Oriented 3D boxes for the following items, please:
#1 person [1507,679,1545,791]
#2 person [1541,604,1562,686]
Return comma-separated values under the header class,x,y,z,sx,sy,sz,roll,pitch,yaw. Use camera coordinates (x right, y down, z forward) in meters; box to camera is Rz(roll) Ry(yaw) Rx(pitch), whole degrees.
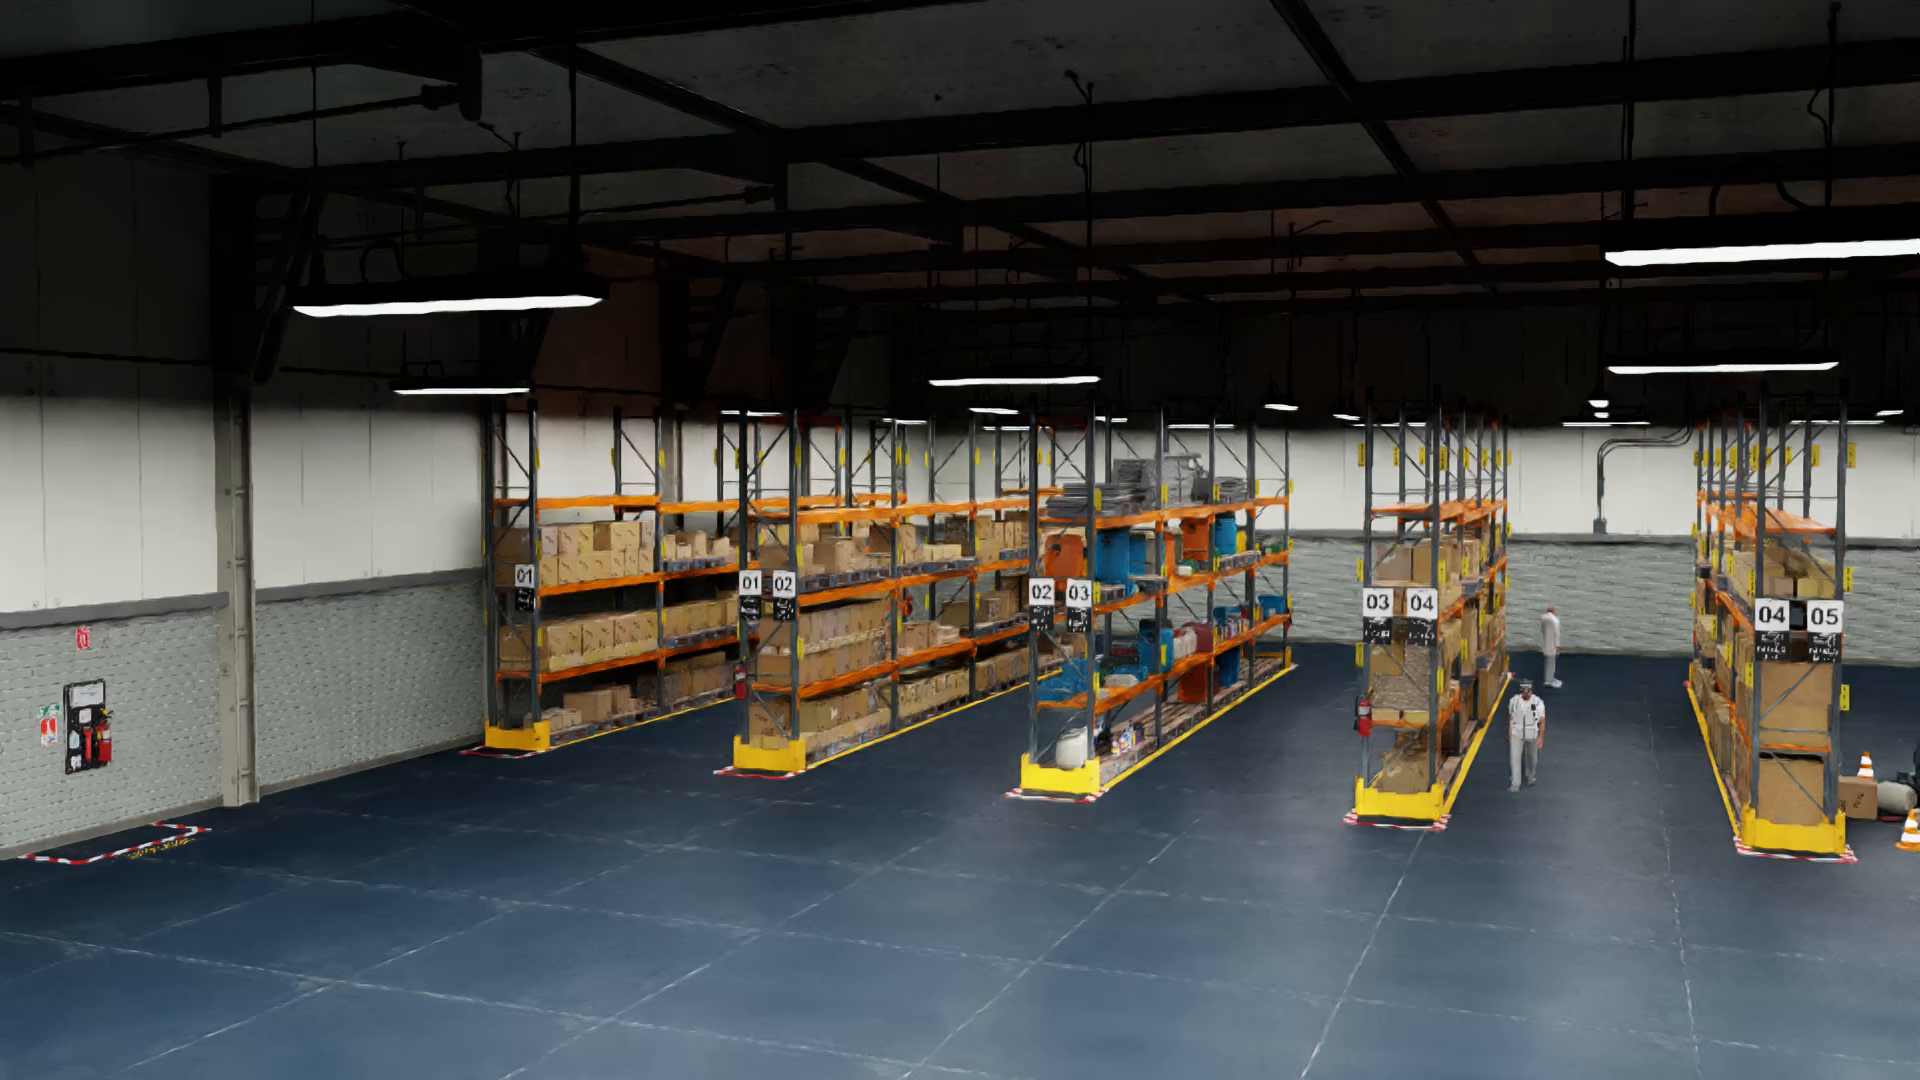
class,x,y,z,sx,sy,sz,roll,pitch,yaw
person,8.515,2.913,25.008,0.540,1.673,1.130,1,3,19
person,13.033,2.293,36.548,0.505,1.788,0.640,0,3,-8
